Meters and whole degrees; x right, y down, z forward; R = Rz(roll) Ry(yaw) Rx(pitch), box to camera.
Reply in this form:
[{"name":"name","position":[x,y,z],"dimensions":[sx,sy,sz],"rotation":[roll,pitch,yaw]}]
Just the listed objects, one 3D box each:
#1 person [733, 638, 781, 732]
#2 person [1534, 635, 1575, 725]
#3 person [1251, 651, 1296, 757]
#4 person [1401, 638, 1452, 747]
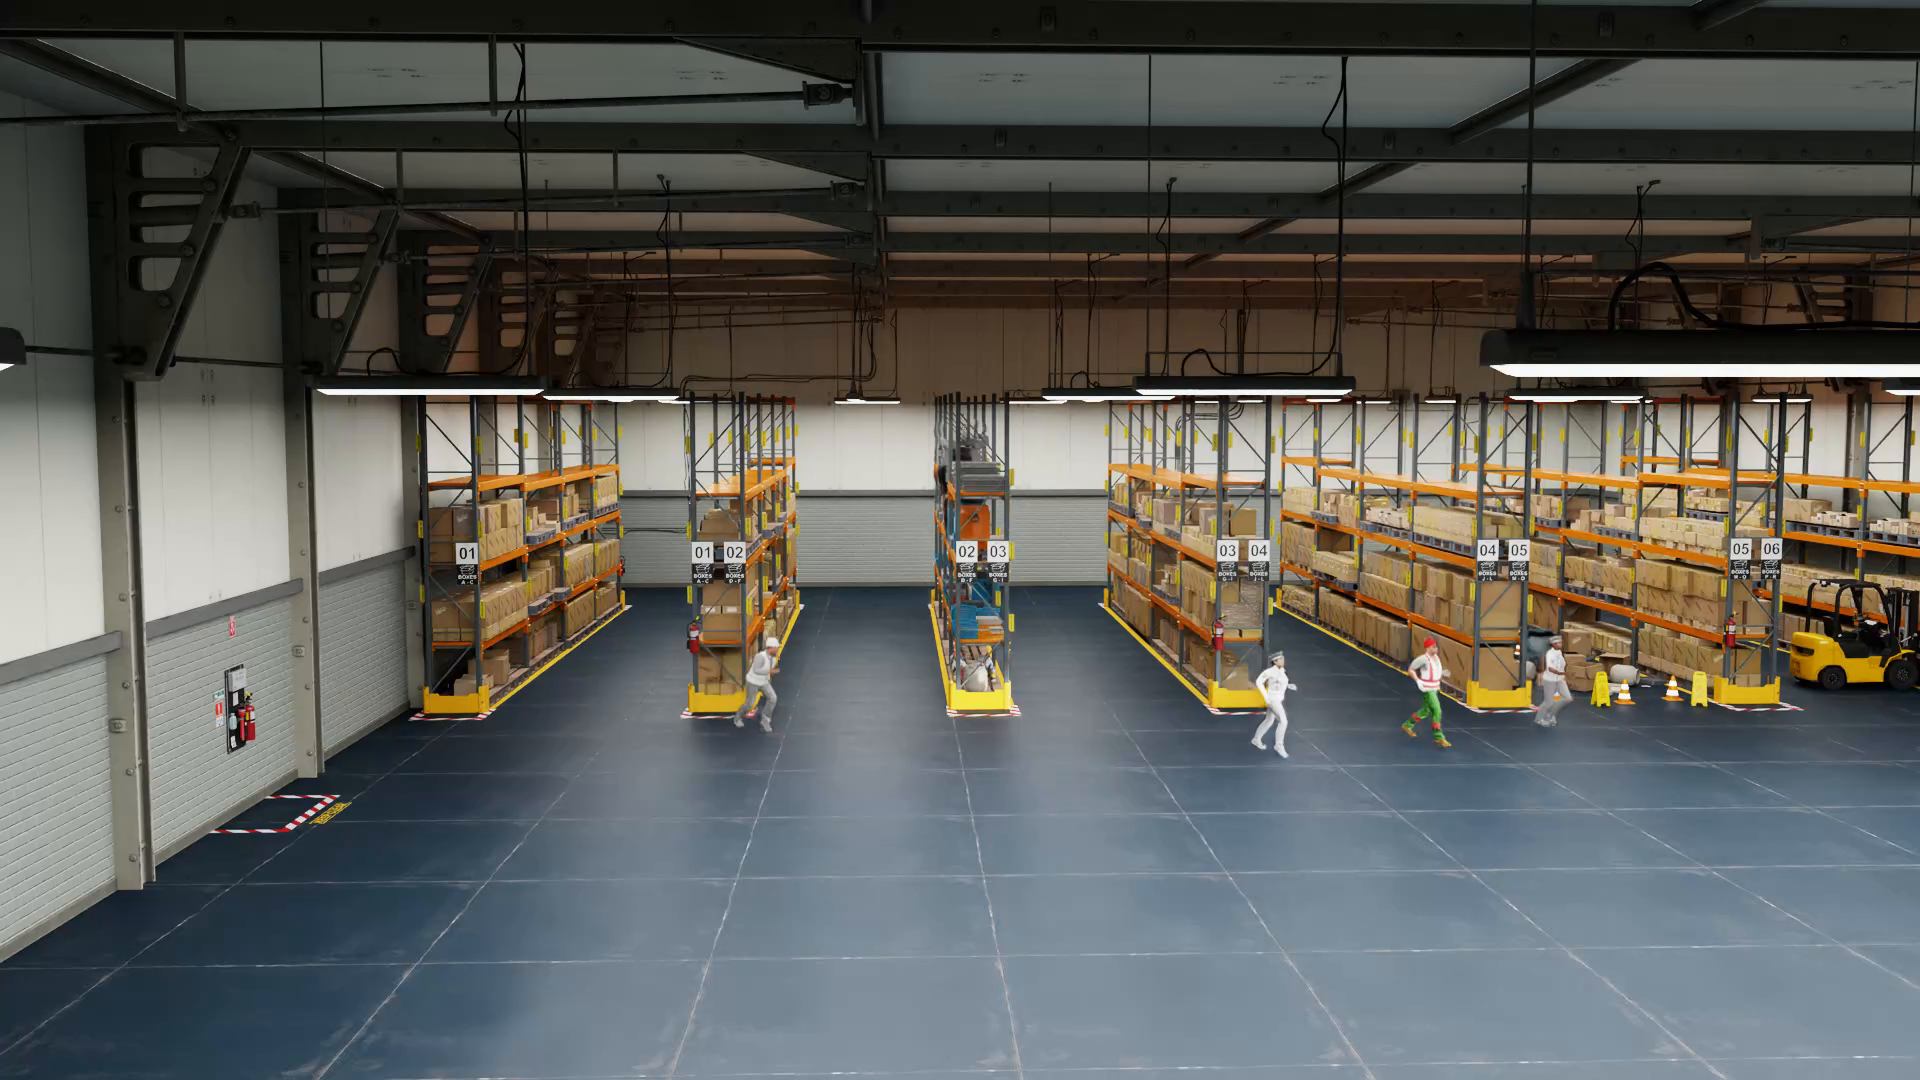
[{"name":"person","position":[-3.572,2.559,29.395],"dimensions":[0.994,1.719,0.696],"rotation":[2,5,26]},{"name":"person","position":[10.637,2.505,29.682],"dimensions":[0.542,1.651,0.725],"rotation":[-4,6,-43]},{"name":"person","position":[5.180,2.684,27.452],"dimensions":[0.733,1.743,0.606],"rotation":[3,5,31]},{"name":"person","position":[7.967,2.559,28.273],"dimensions":[0.928,1.804,0.633],"rotation":[4,6,41]}]
